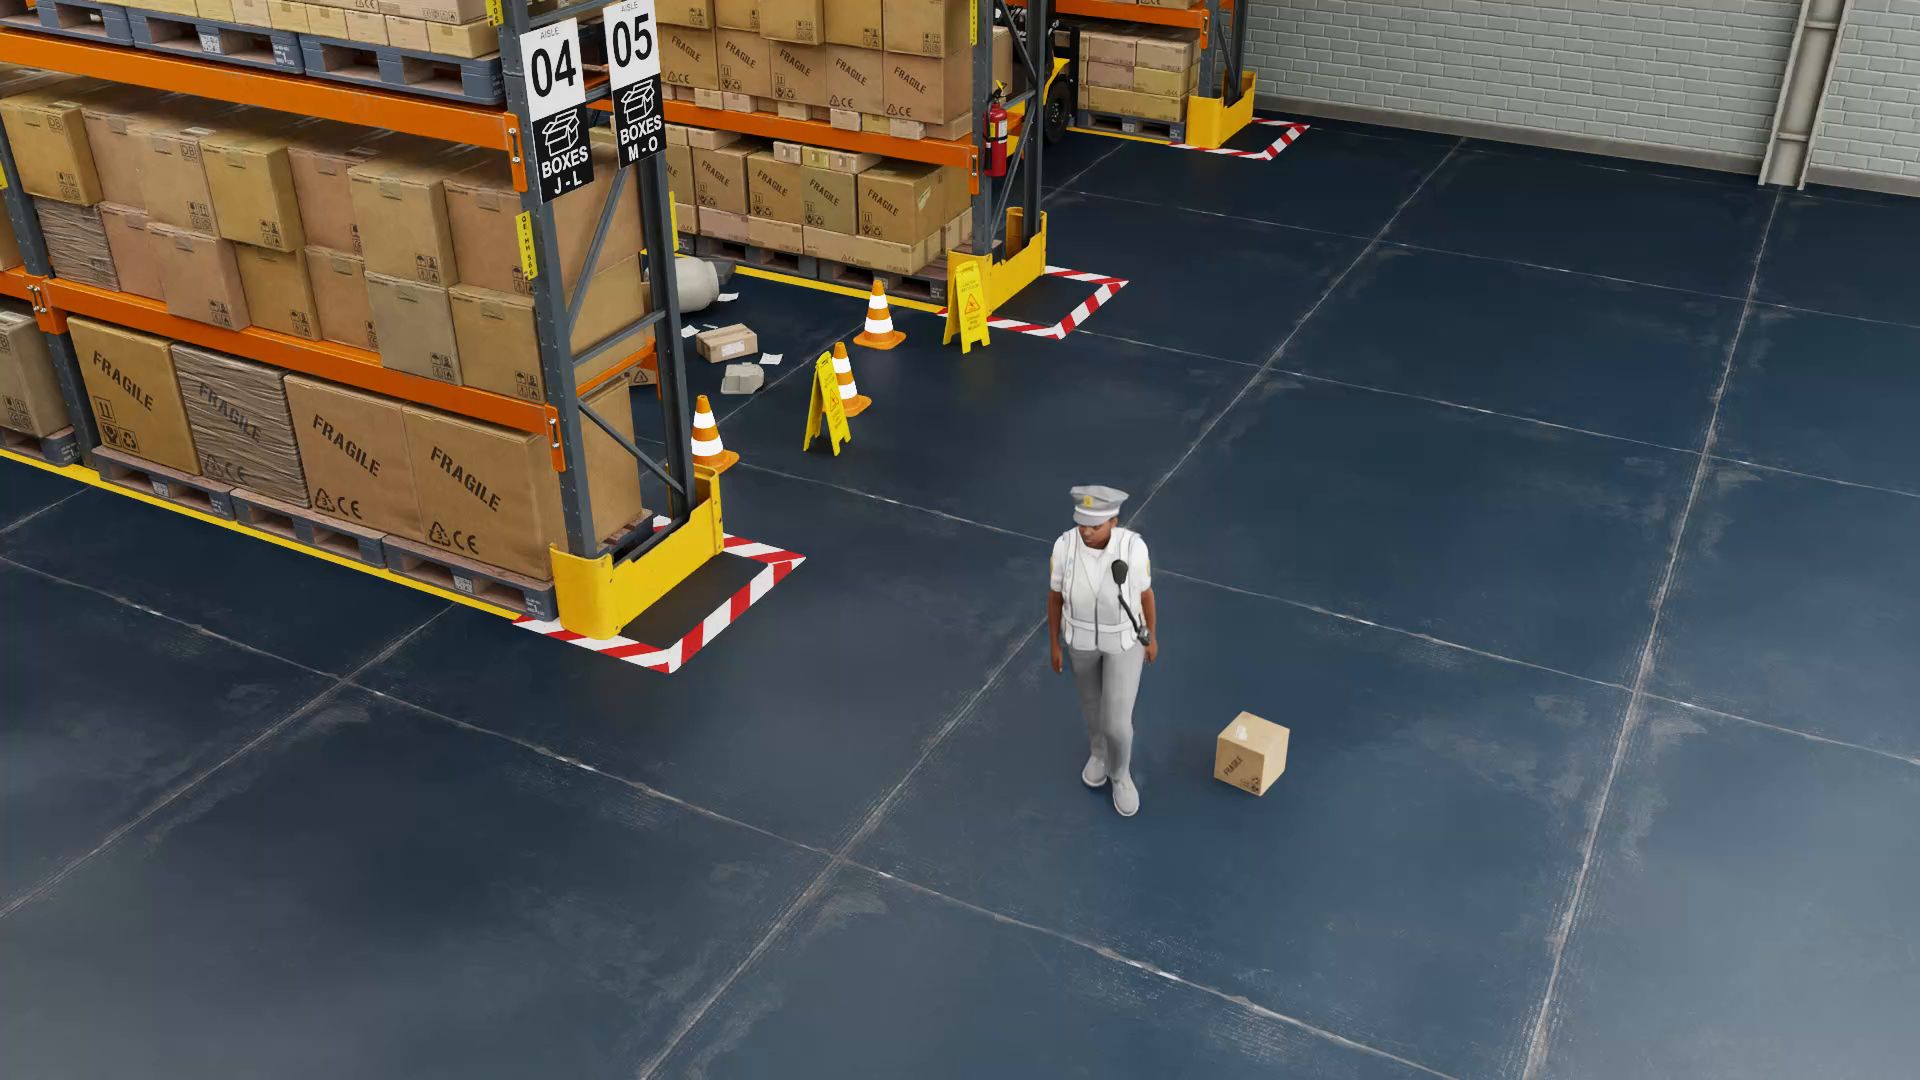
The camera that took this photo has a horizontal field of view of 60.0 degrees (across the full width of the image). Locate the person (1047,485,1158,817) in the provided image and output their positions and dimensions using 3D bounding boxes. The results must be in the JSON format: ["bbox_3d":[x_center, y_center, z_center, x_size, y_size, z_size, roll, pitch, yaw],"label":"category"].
[{"bbox_3d":[0.637,0.455,7.481,0.484,1.687,0.517,10,32,16],"label":"person"}]
